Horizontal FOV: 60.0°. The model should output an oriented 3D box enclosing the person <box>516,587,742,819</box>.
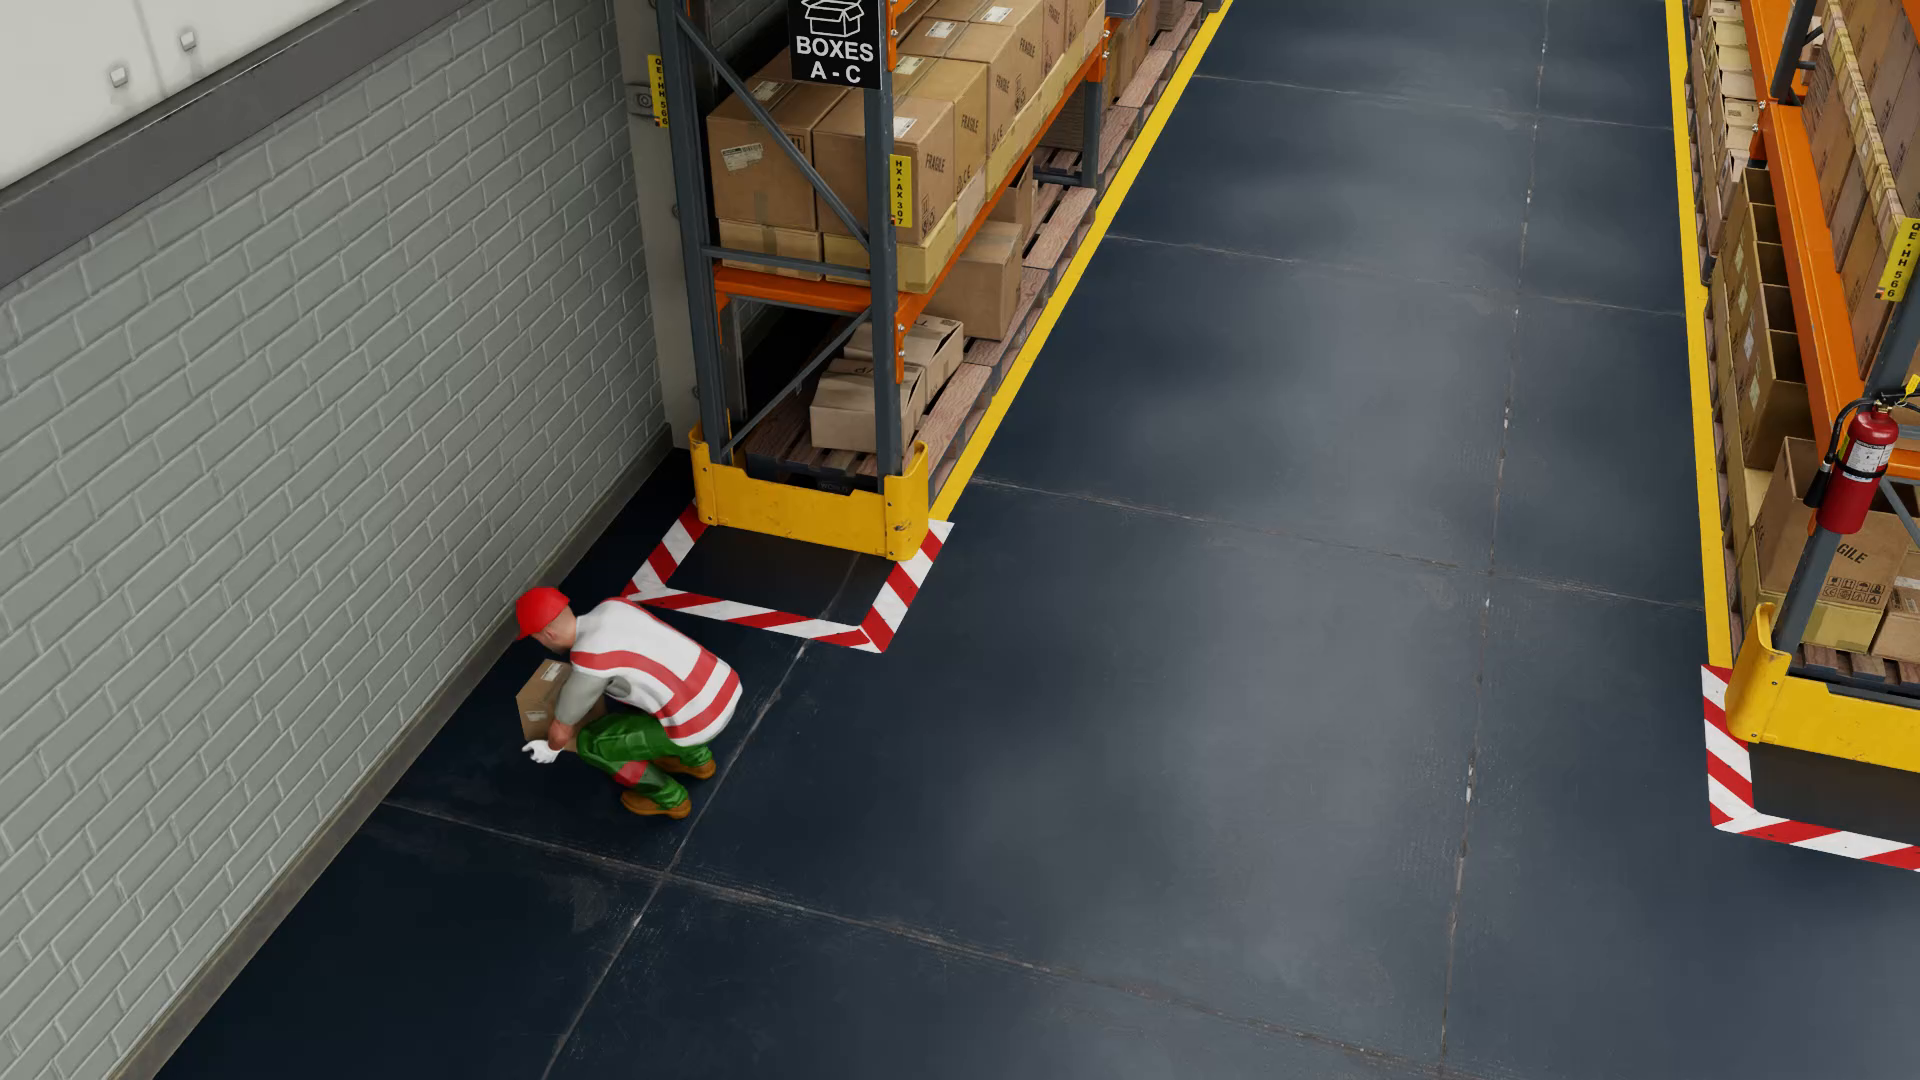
[{"bbox_3d":[-1.333,0.629,6.688,0.881,1.006,0.572,11,38,14],"label":"person"}]
